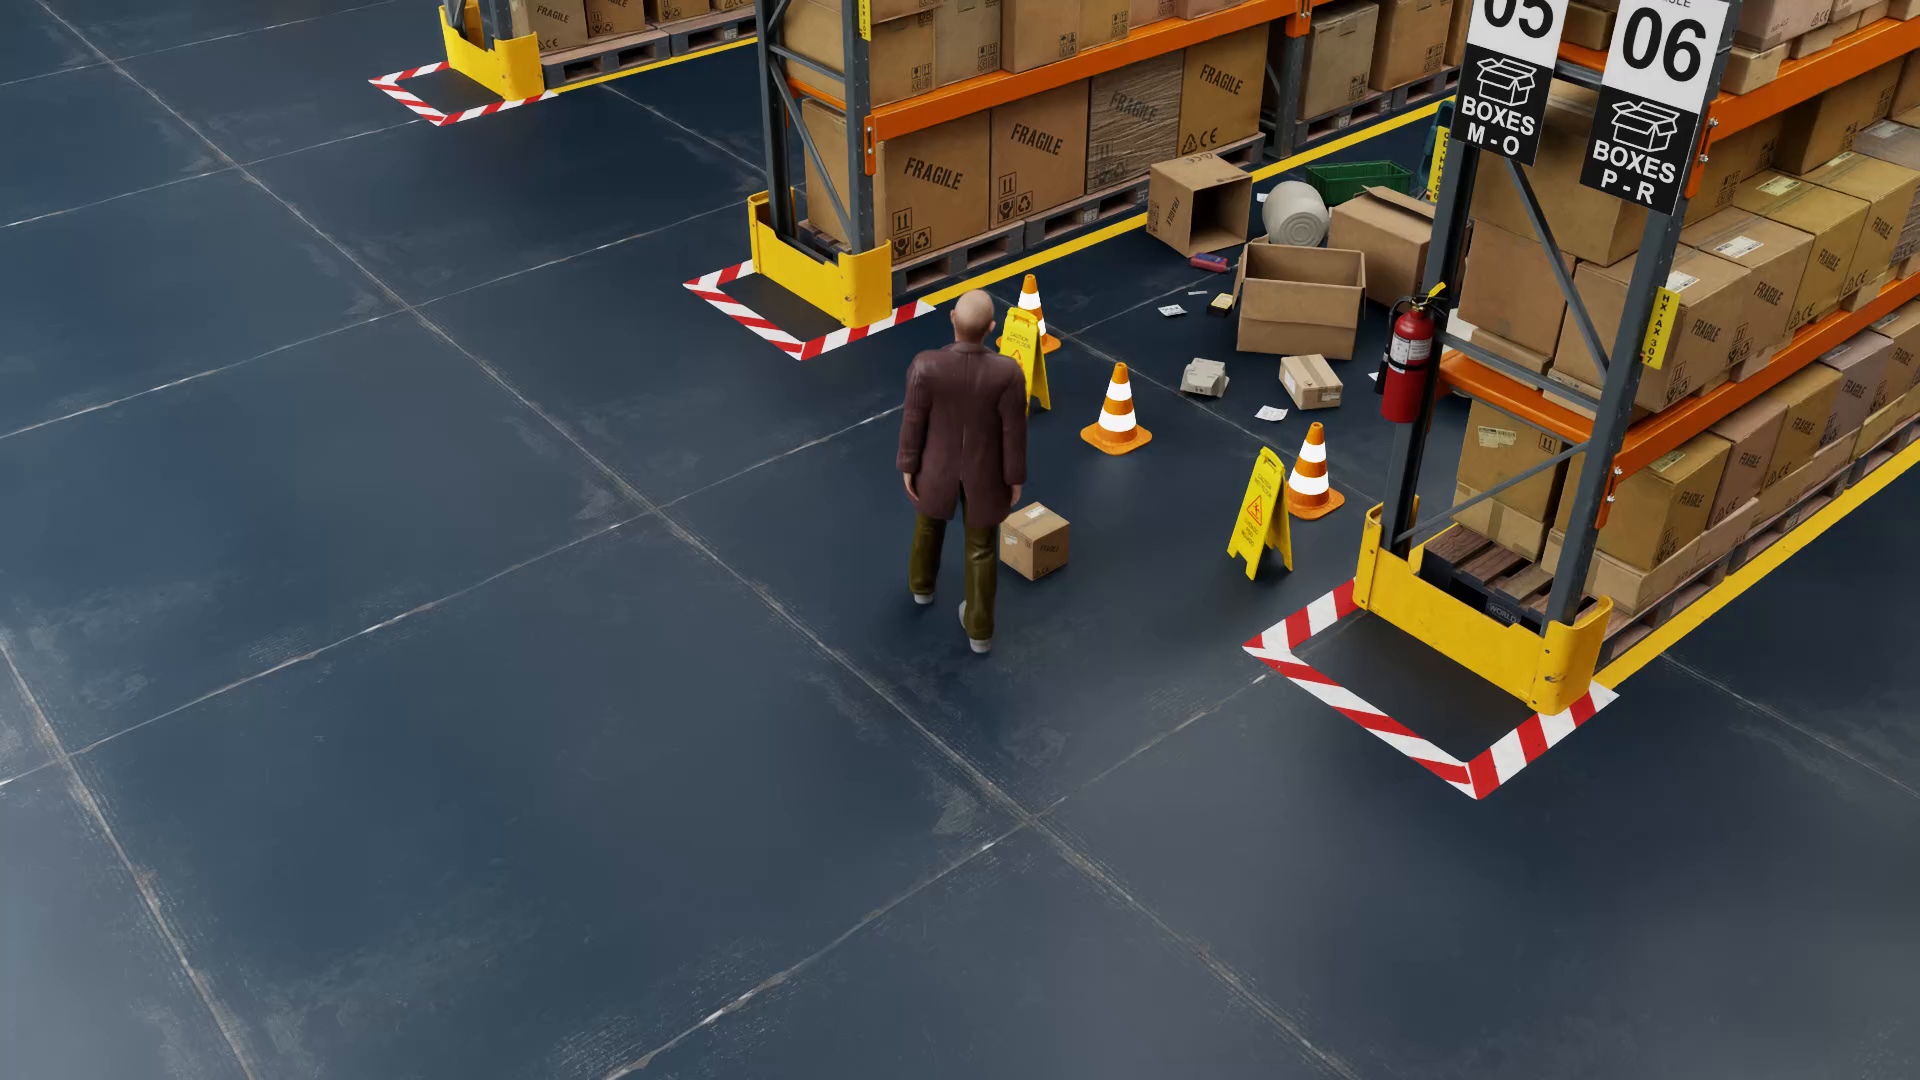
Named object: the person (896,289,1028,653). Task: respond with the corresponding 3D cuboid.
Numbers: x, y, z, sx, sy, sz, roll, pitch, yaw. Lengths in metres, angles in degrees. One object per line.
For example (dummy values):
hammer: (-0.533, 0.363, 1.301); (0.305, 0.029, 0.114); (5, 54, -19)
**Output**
person: (0.016, -0.386, 7.627); (0.599, 1.773, 0.727); (2, 35, 3)
